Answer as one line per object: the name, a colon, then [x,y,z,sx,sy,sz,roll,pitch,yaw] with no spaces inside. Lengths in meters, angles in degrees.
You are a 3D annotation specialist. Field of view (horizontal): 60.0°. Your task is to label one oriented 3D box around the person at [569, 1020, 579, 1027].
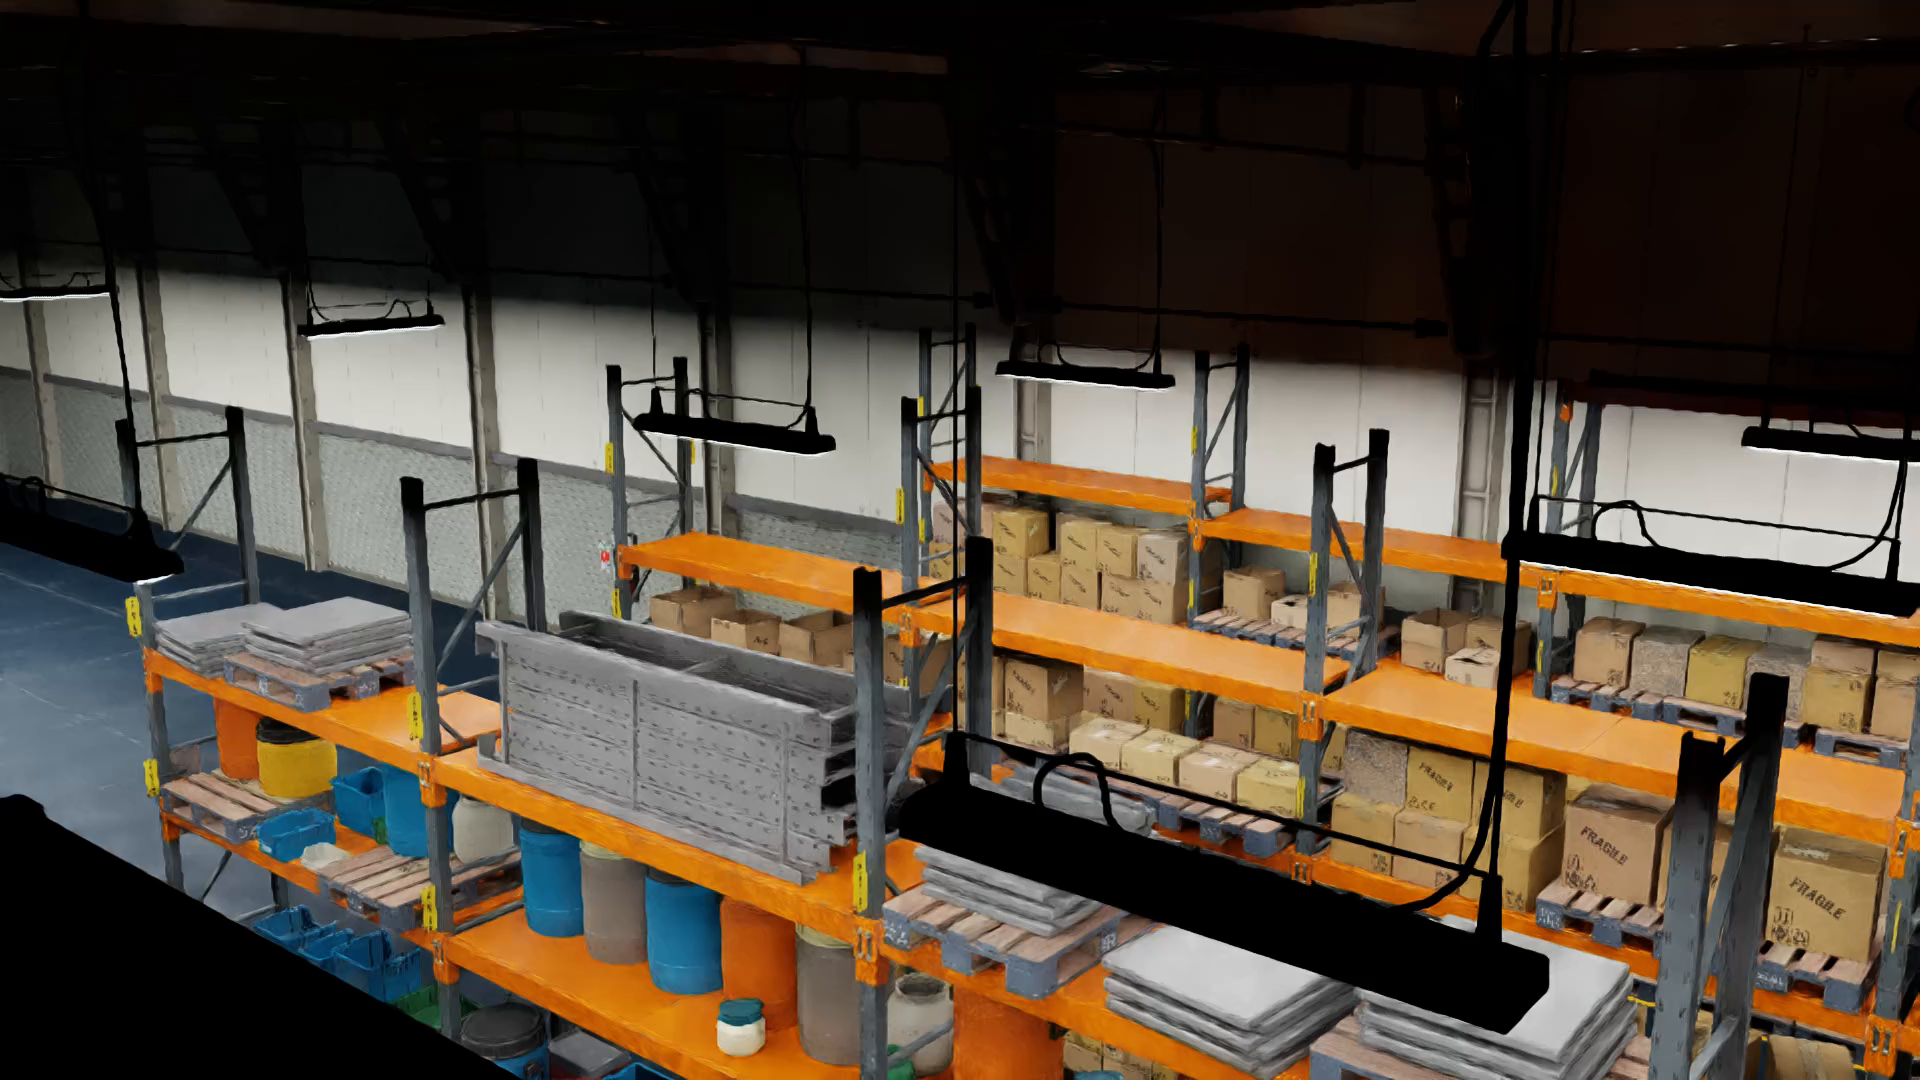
person: [-3.227,4.069,14.591,0.505,1.591,0.934,-7,14,-29]
